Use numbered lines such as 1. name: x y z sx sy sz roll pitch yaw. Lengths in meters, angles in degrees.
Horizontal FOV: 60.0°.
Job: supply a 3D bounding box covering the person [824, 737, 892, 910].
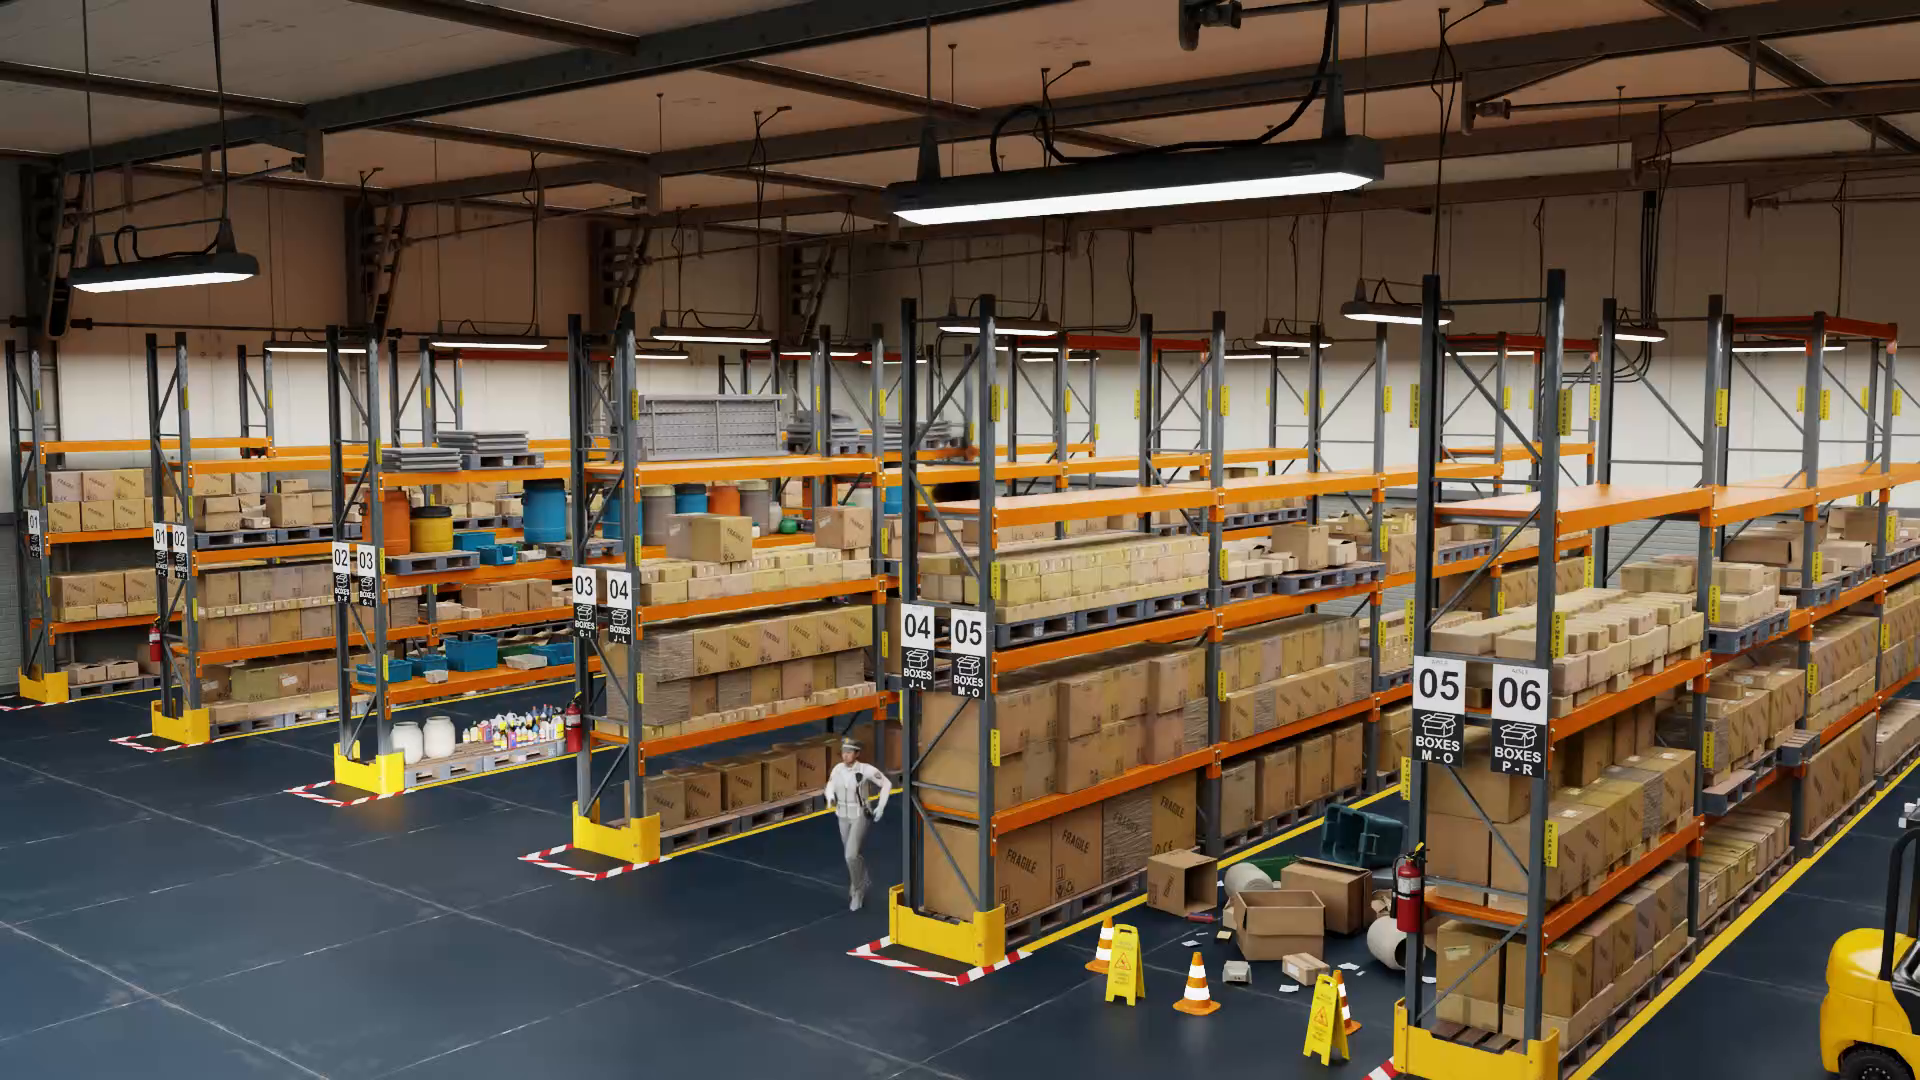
1. person: -1.061 2.839 16.720 0.632 1.764 0.721 3 6 29
